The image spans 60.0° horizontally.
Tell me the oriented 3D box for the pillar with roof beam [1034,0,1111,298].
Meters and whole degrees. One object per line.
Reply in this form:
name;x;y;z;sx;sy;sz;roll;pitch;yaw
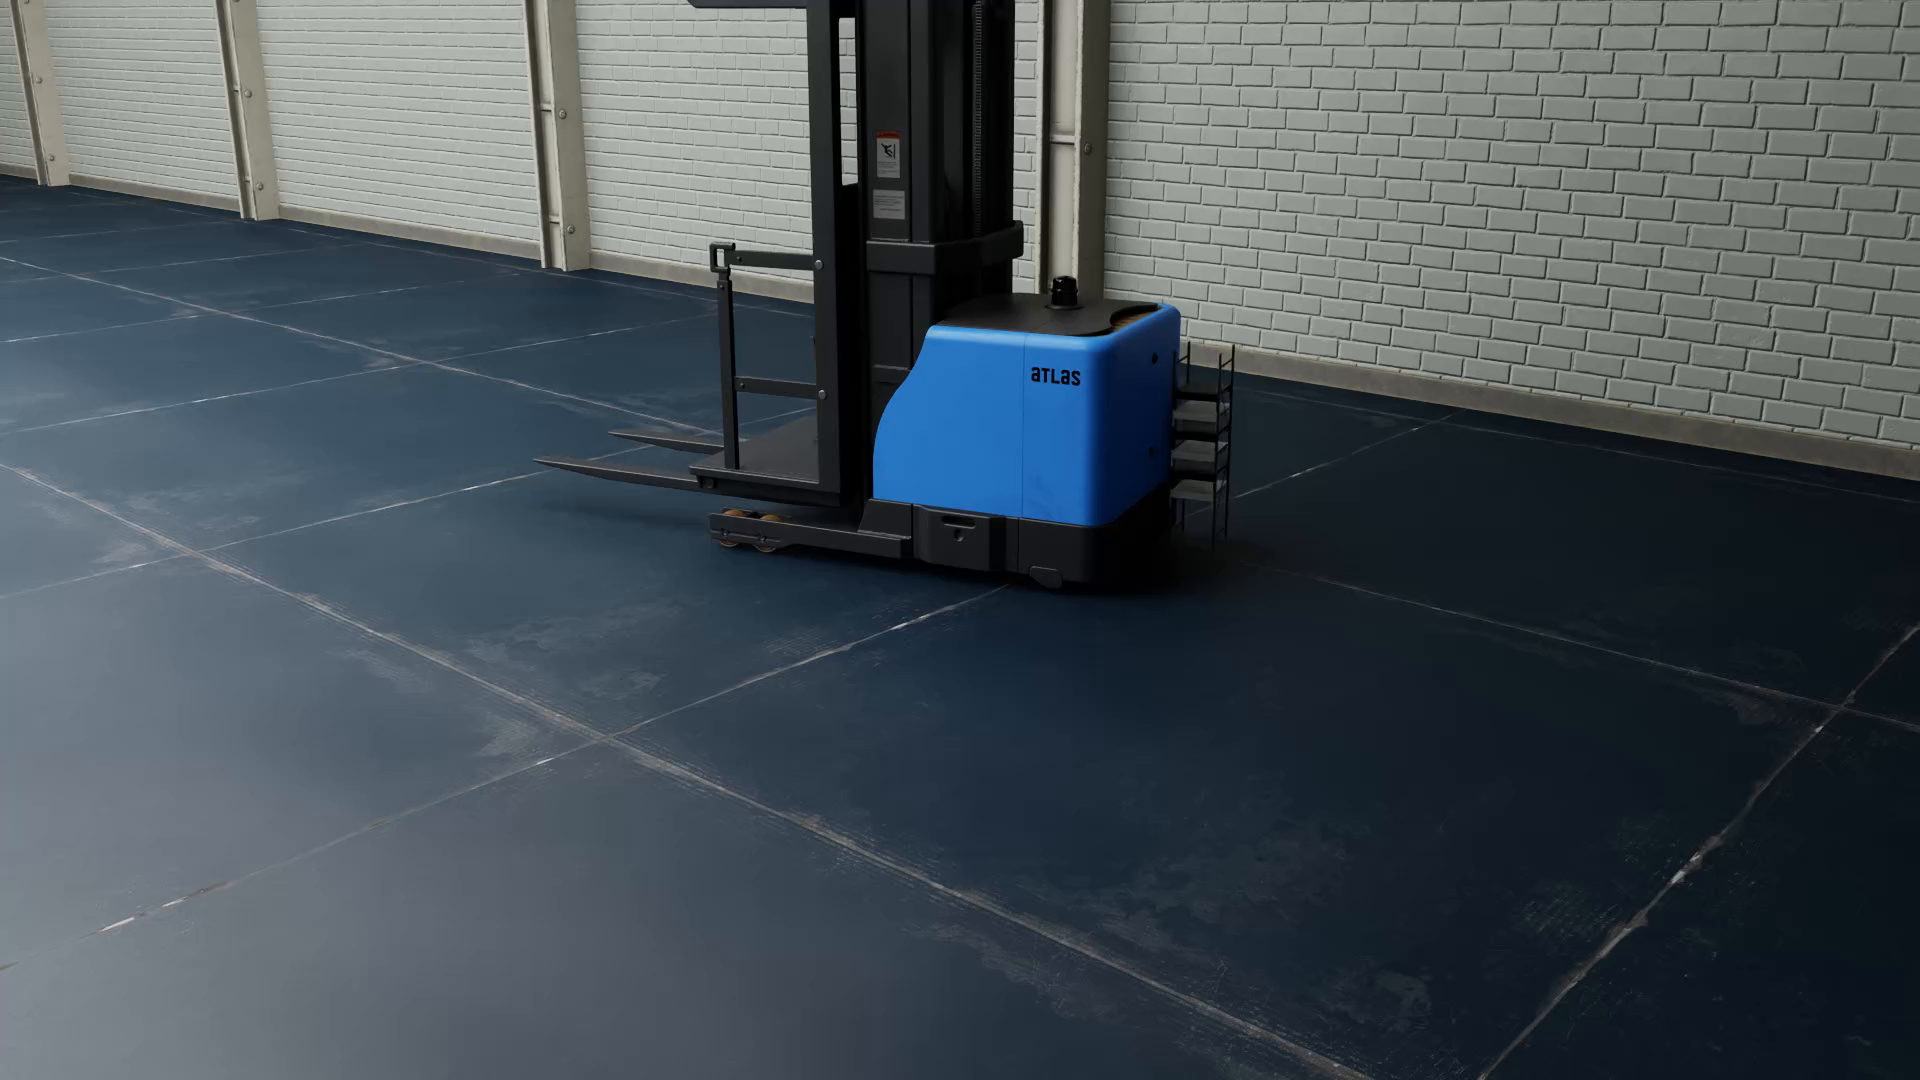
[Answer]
pillar with roof beam;-2.086;-4.689;7.511;0.400;9.000;9.100;15;23;39

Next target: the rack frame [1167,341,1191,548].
rack frame;0.984;-0.429;7.474;0.006;0.900;0.240;7;19;23

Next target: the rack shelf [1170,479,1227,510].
rack shelf;1.079;-0.213;7.499;0.200;0.077;0.258;7;19;23

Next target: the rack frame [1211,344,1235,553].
rack frame;1.170;-0.405;7.396;0.006;0.900;0.240;7;19;23

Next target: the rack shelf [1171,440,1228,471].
rack shelf;1.078;-0.385;7.445;0.200;0.077;0.258;7;19;23

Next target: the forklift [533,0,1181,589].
forklift;-0.570;-1.476;7.418;3.031;2.935;1.130;8;19;23

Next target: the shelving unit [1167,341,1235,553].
shelving unit;1.077;-0.417;7.435;0.210;0.900;0.258;7;19;23

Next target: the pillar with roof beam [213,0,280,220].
pillar with roof beam;-11.061;-7.099;15.103;0.400;9.000;9.100;15;23;39

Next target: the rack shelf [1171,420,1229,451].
rack shelf;1.077;-0.471;7.418;0.200;0.077;0.258;7;19;23

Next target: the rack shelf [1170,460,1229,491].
rack shelf;1.078;-0.299;7.472;0.200;0.077;0.258;7;19;23

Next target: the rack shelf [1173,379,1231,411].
rack shelf;1.076;-0.643;7.364;0.200;0.077;0.258;7;19;23

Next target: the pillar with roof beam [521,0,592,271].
pillar with roof beam;-6.574;-5.894;11.307;0.400;9.000;9.100;15;23;39

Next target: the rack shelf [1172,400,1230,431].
rack shelf;1.076;-0.557;7.391;0.200;0.077;0.258;7;19;23

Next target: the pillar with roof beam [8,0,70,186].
pillar with roof beam;-15.549;-8.303;18.899;0.400;9.000;9.100;15;23;39
